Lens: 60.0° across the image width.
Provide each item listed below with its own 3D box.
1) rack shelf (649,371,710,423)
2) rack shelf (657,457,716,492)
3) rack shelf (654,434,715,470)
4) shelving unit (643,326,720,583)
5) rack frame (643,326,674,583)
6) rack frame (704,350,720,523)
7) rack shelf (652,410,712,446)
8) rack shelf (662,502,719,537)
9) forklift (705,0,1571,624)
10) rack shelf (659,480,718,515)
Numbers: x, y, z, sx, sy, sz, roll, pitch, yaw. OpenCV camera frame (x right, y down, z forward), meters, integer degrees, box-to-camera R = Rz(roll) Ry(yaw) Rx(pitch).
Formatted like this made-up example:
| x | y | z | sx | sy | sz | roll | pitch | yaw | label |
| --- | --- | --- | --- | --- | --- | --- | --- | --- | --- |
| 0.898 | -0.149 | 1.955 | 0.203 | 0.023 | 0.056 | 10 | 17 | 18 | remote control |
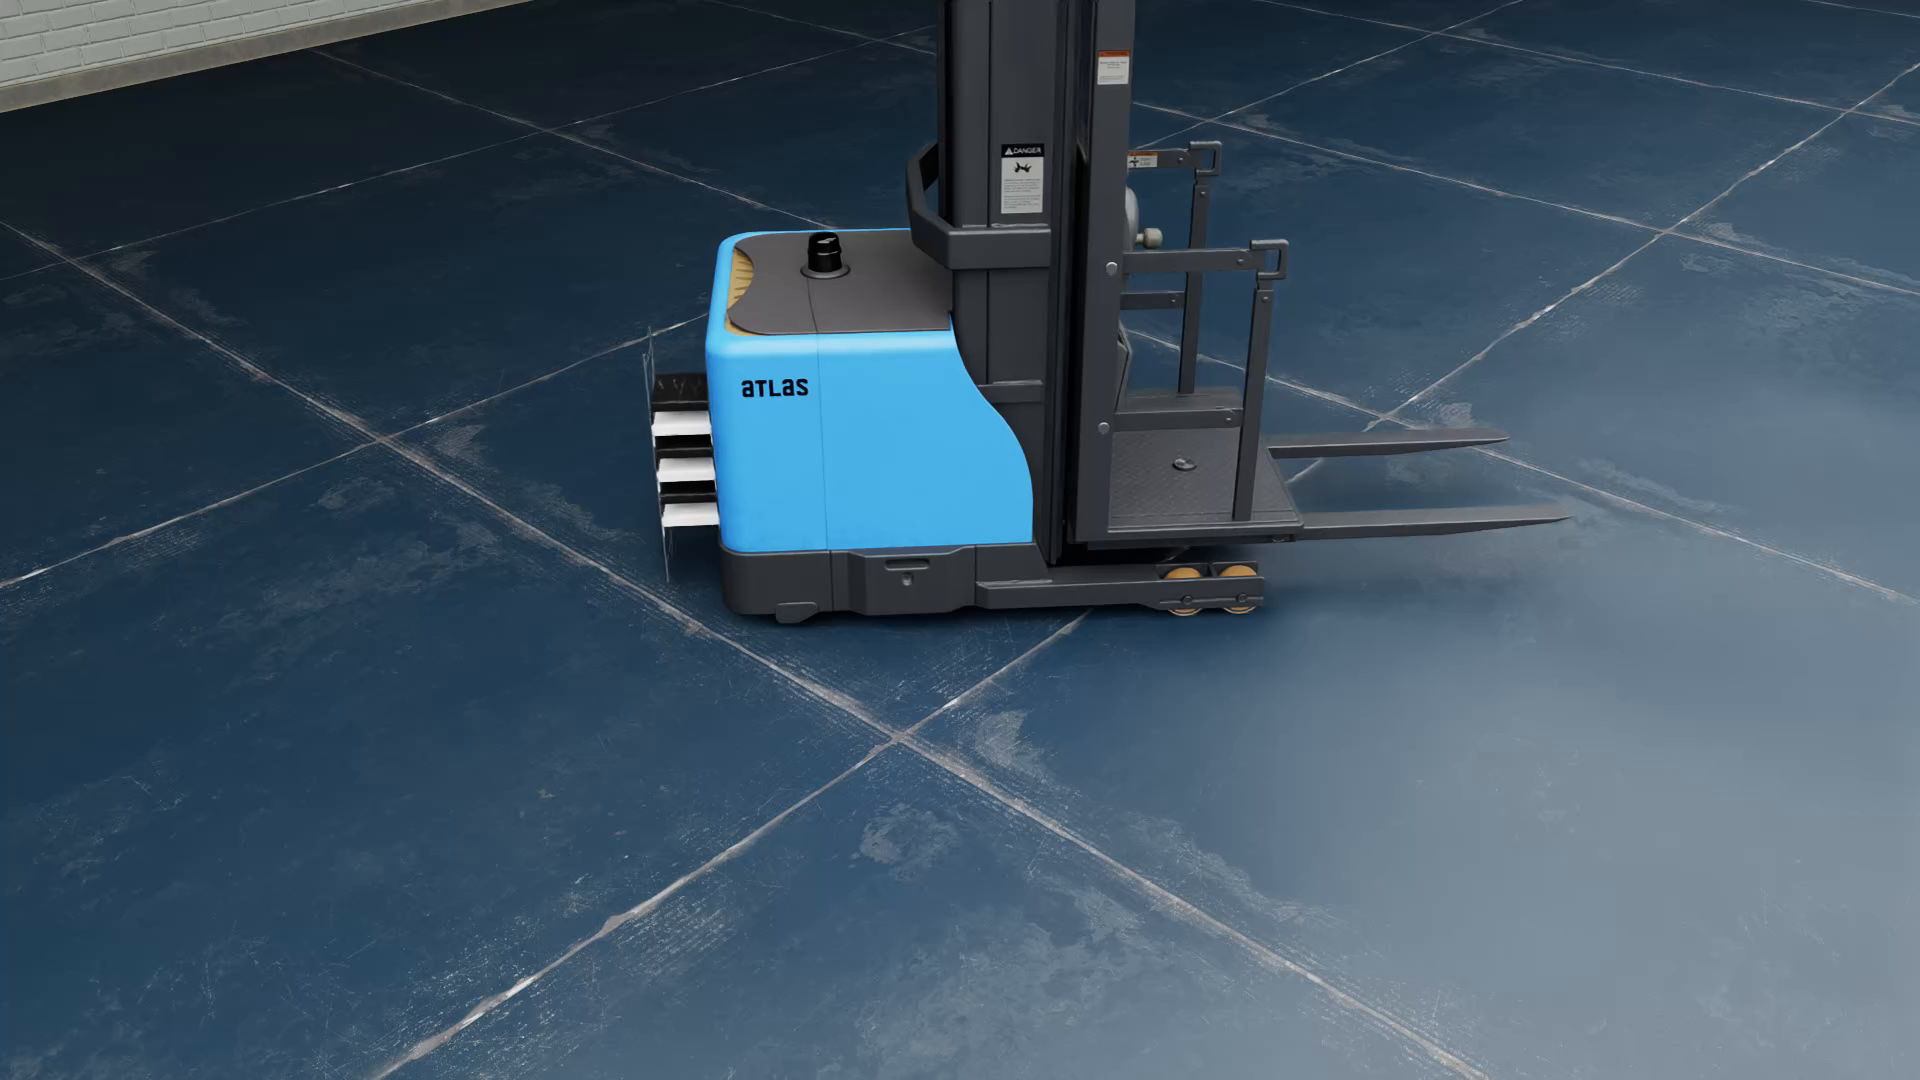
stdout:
| x | y | z | sx | sy | sz | roll | pitch | yaw | label |
| --- | --- | --- | --- | --- | --- | --- | --- | --- | --- |
| -0.960 | -0.498 | 5.746 | 0.200 | 0.077 | 0.258 | -2 | 31 | -4 | rack shelf |
| -0.959 | -0.267 | 5.885 | 0.200 | 0.077 | 0.258 | -2 | 31 | -4 | rack shelf |
| -0.959 | -0.344 | 5.839 | 0.200 | 0.077 | 0.258 | -2 | 31 | -4 | rack shelf |
| -0.959 | -0.295 | 5.868 | 0.210 | 0.900 | 0.258 | -2 | 31 | -4 | shelving unit |
| -1.061 | -0.291 | 5.861 | 0.006 | 0.900 | 0.240 | -2 | 31 | -4 | rack frame |
| -0.858 | -0.300 | 5.874 | 0.006 | 0.900 | 0.240 | -2 | 31 | -4 | rack frame |
| -0.959 | -0.421 | 5.792 | 0.200 | 0.077 | 0.258 | -2 | 31 | -4 | rack shelf |
| -0.959 | -0.113 | 5.978 | 0.200 | 0.077 | 0.258 | -2 | 31 | -4 | rack shelf |
| 0.657 | -1.262 | 5.504 | 3.031 | 2.935 | 1.130 | -2 | 31 | -4 | forklift |
| -0.959 | -0.190 | 5.931 | 0.200 | 0.077 | 0.258 | -2 | 31 | -4 | rack shelf |
